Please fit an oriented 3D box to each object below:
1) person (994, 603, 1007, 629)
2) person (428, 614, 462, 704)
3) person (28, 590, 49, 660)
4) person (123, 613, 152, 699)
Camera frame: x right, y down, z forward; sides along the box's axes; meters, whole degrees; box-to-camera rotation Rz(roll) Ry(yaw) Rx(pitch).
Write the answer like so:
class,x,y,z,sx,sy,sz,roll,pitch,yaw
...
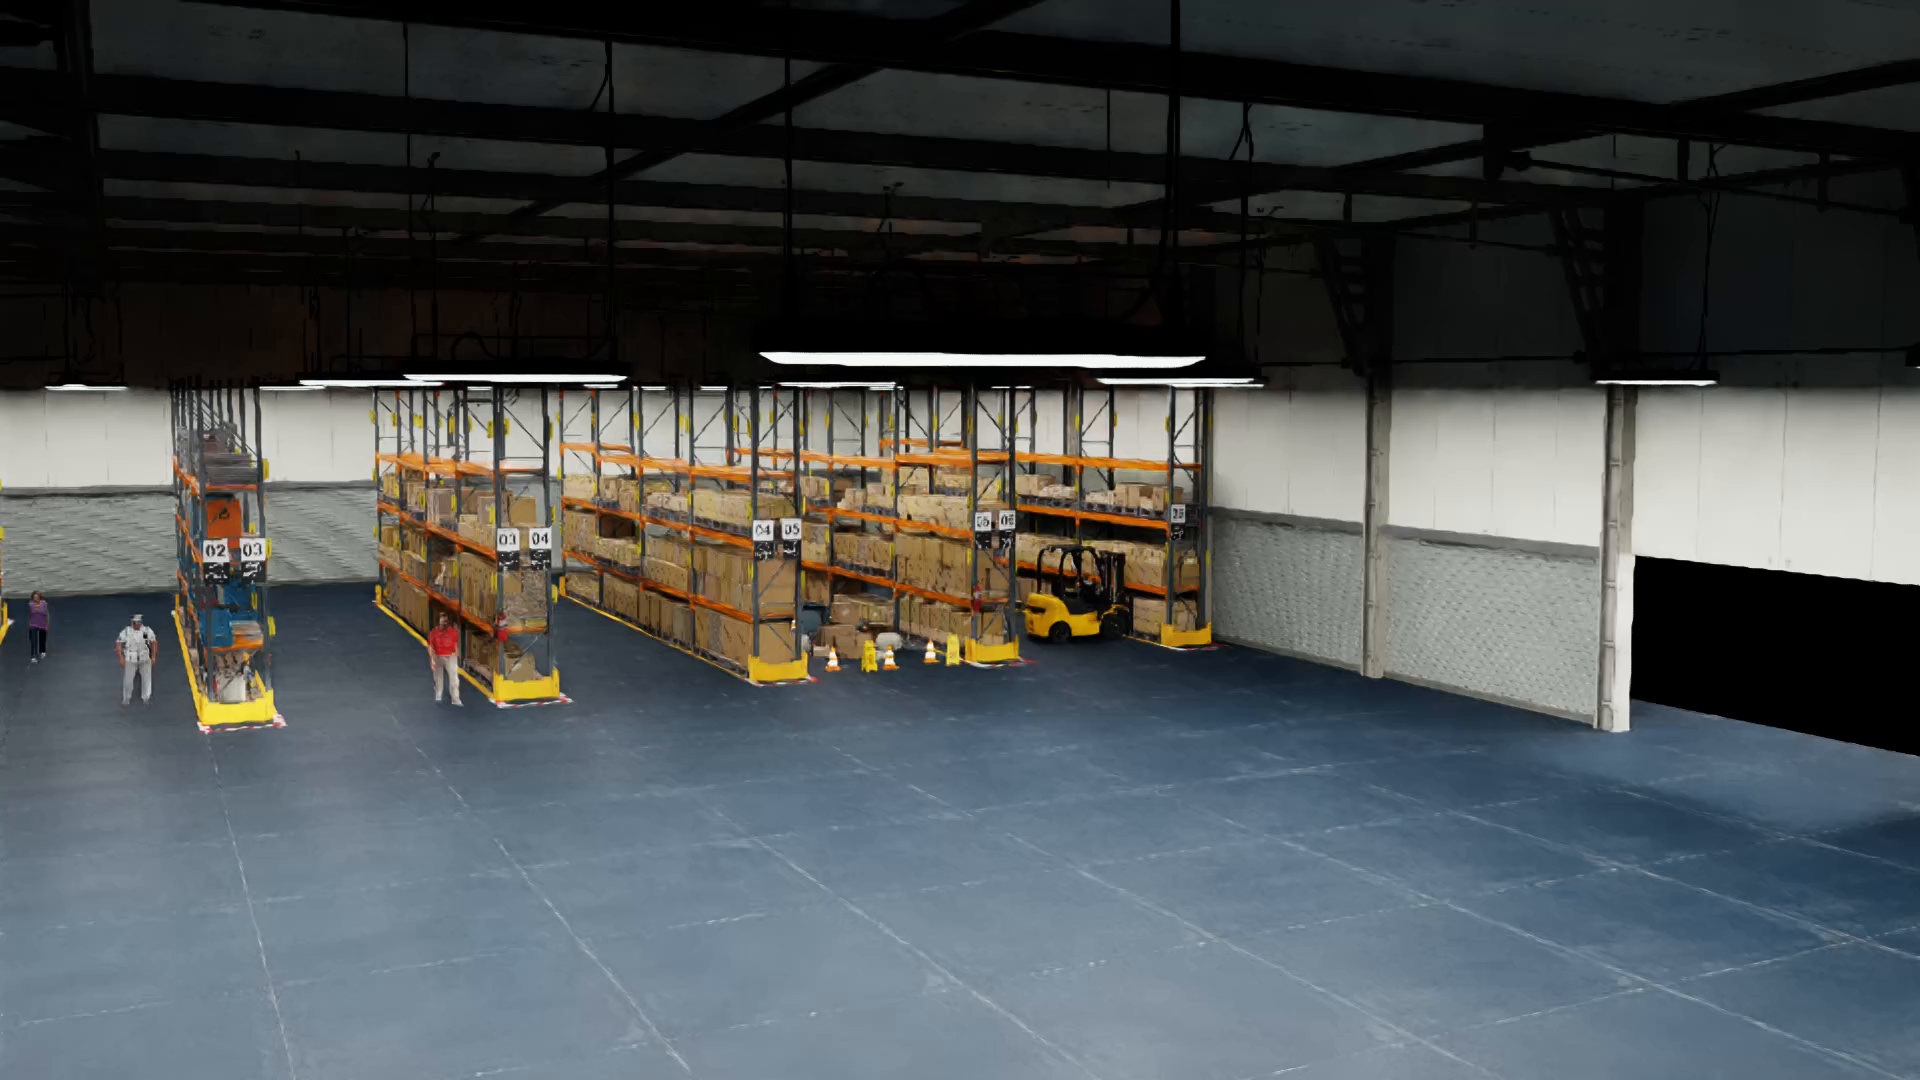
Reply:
class,x,y,z,sx,sy,sz,roll,pitch,yaw
person,0.936,1.364,39.581,0.382,1.522,0.509,0,5,-1
person,-9.455,2.172,30.469,0.544,1.641,1.111,-2,6,-24
person,-19.595,1.785,35.366,0.403,1.471,0.891,-3,6,-29
person,-15.054,2.131,30.414,0.507,1.629,0.528,-3,6,-29
